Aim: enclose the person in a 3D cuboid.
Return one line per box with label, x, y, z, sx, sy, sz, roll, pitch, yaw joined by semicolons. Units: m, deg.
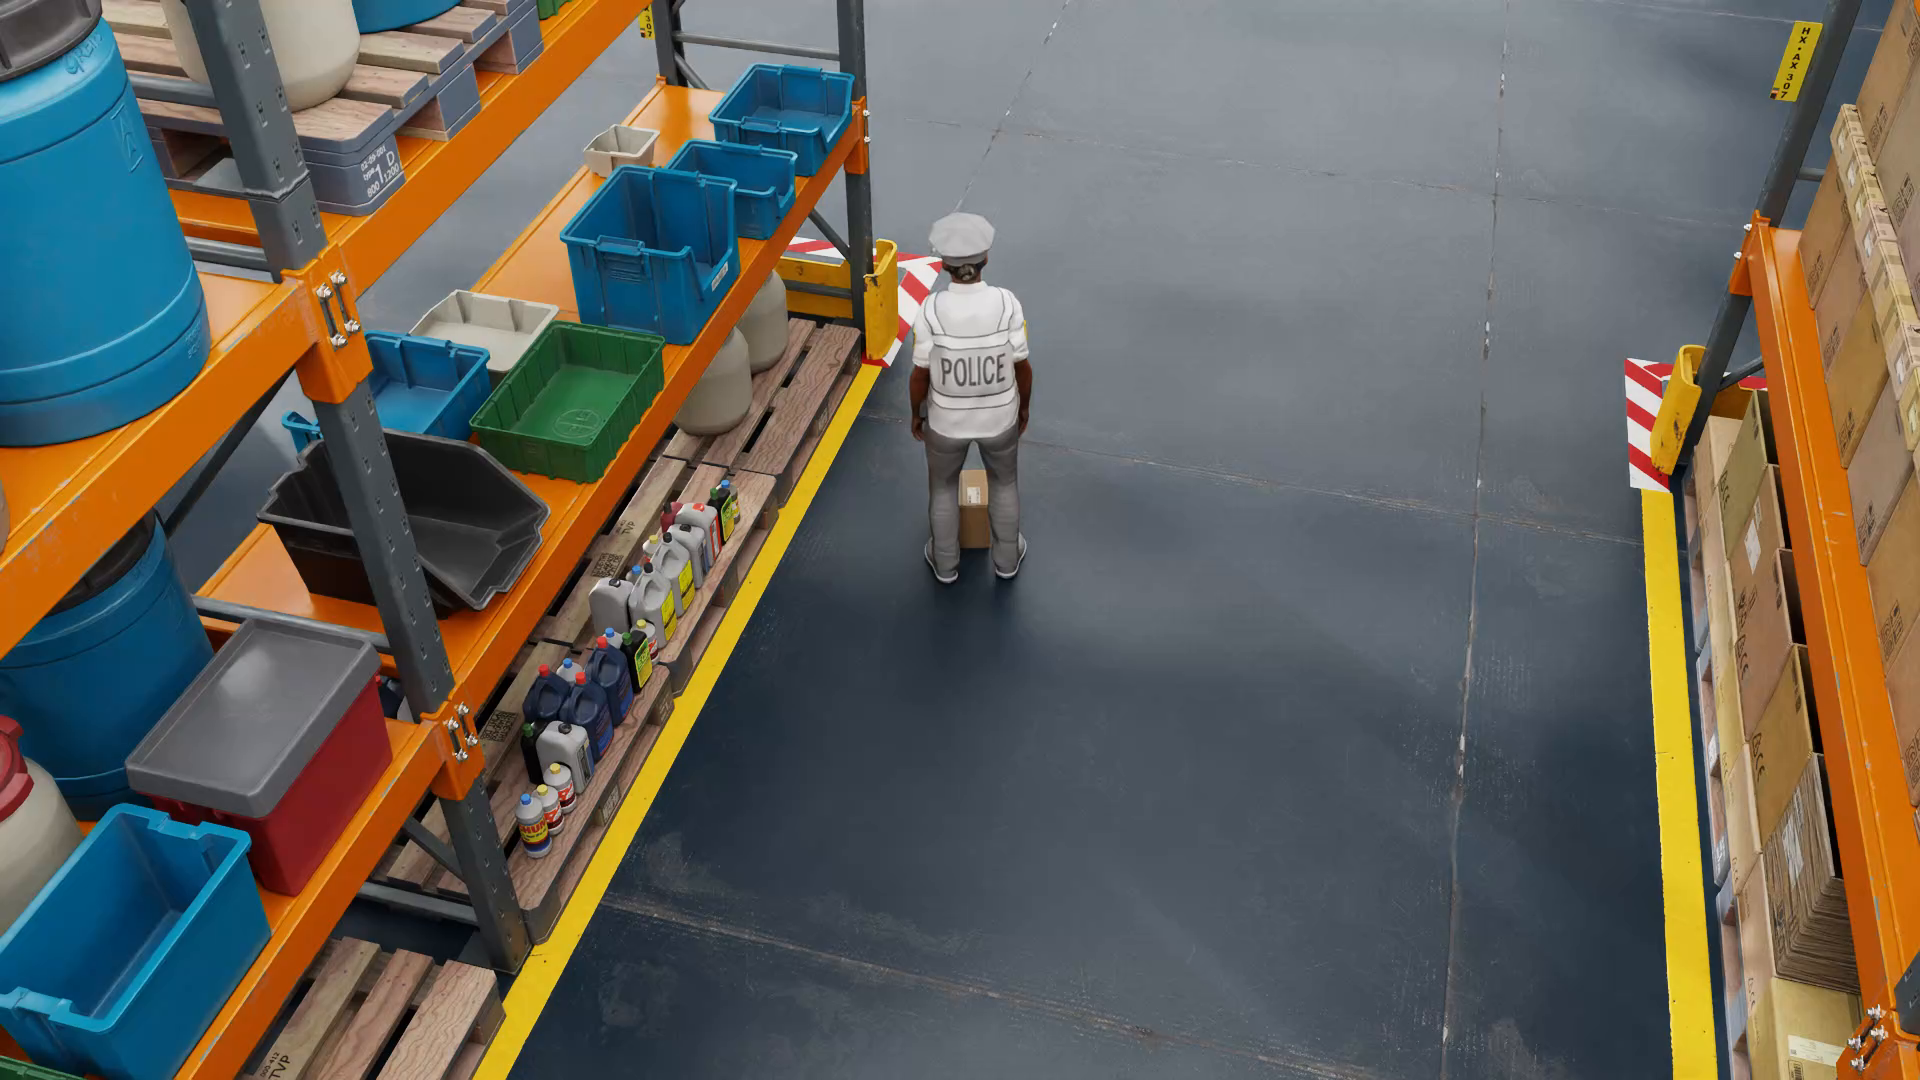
person;0.049;-0.510;6.742;0.509;1.657;0.392;-4;41;-4
